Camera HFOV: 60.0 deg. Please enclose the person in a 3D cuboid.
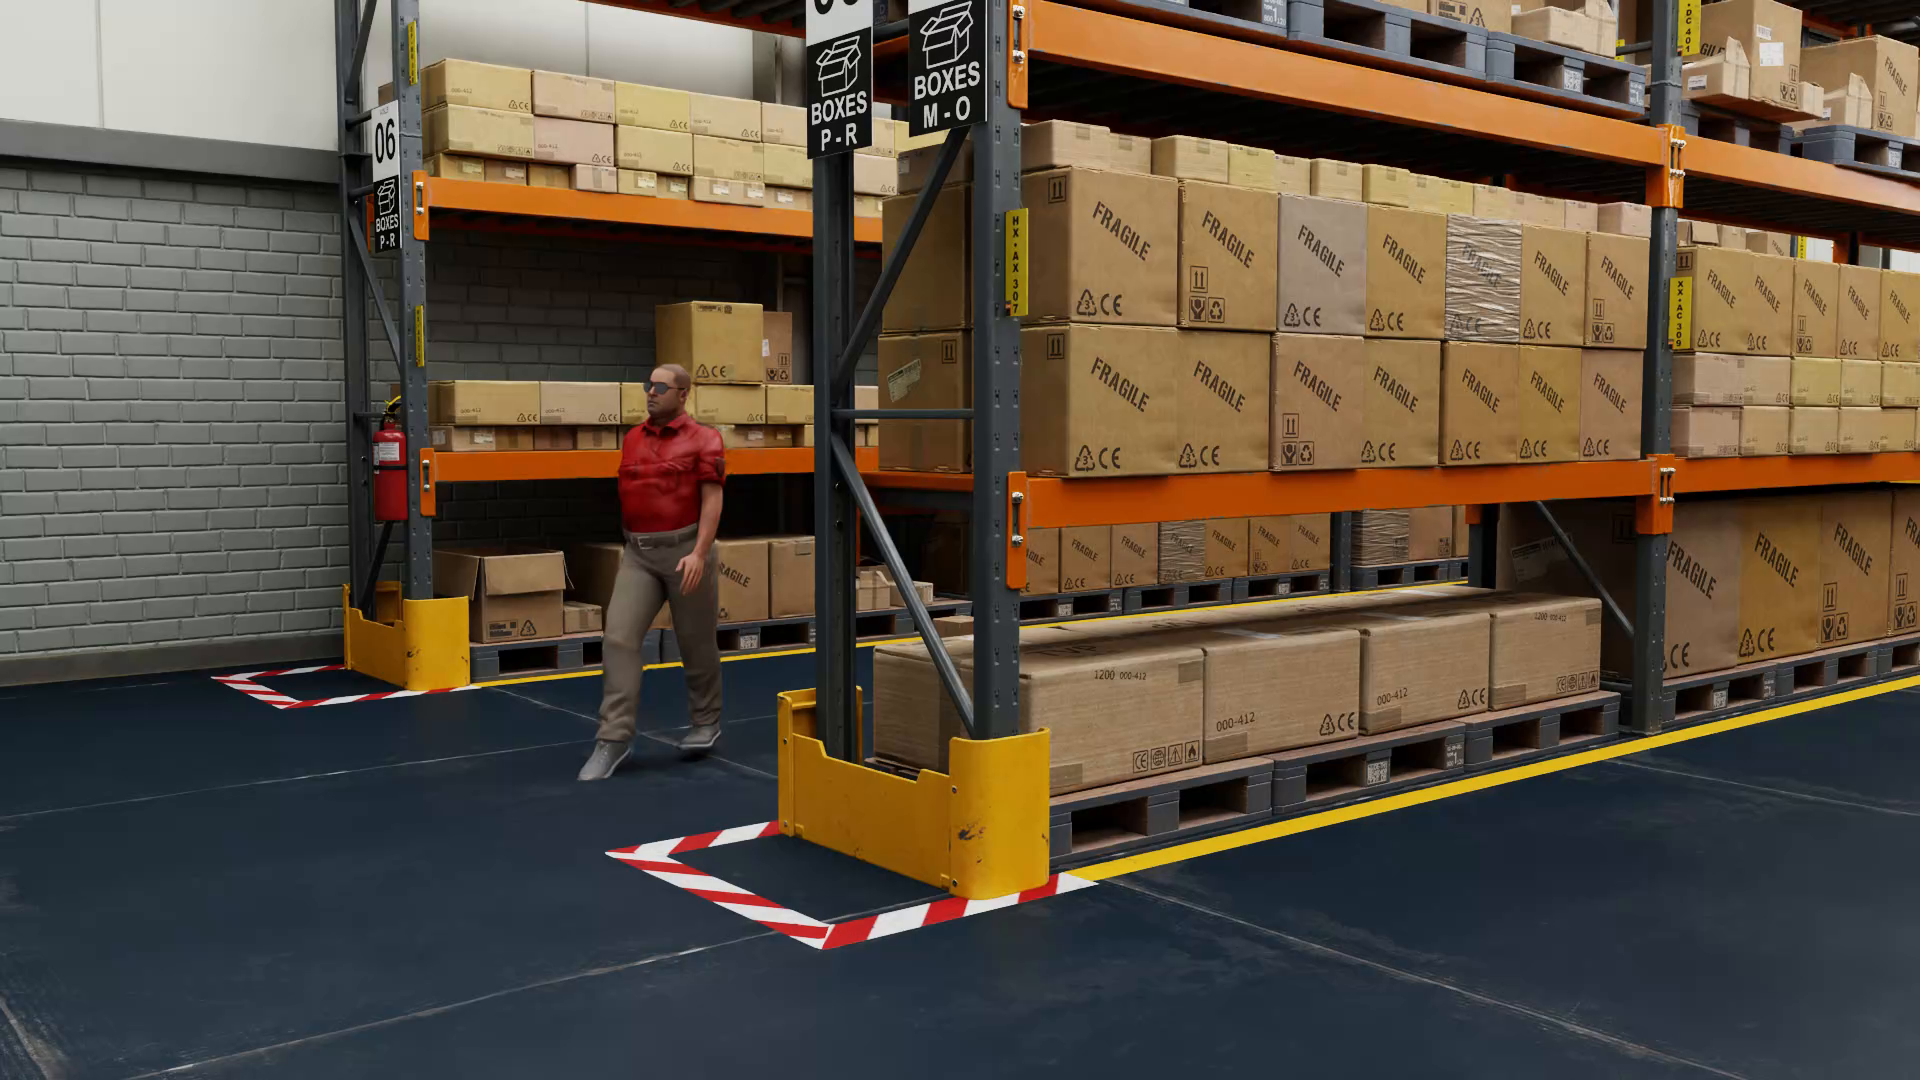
[{"bbox_3d":[-1.278,0.131,7.116,0.543,1.770,0.791,1,4,18],"label":"person"}]
